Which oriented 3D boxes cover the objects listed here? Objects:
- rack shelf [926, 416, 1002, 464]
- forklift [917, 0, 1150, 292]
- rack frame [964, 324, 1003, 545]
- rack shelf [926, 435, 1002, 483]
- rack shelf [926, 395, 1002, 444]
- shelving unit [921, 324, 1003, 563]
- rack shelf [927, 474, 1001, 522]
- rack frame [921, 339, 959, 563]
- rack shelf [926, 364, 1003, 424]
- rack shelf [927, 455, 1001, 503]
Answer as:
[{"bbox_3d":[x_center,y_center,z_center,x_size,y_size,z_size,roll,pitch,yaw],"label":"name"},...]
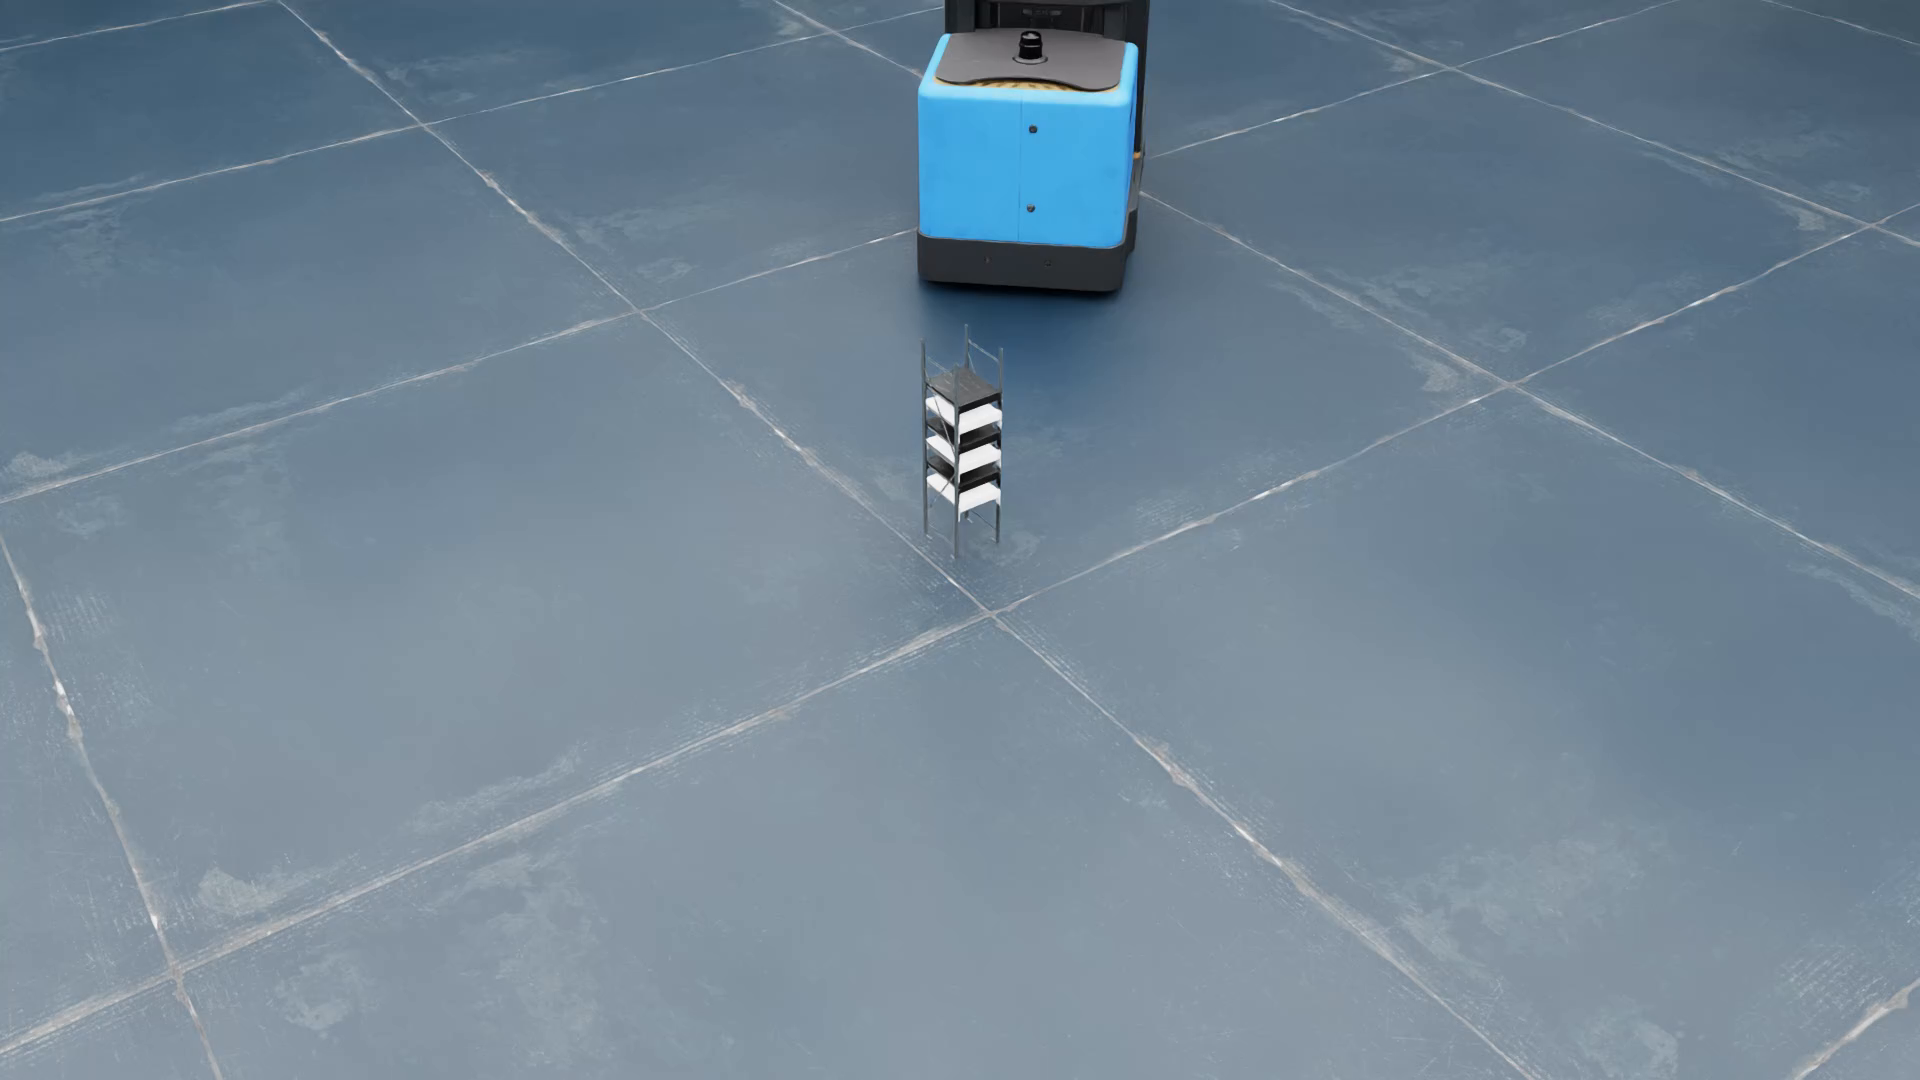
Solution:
[{"bbox_3d":[0.007,-0.414,6.458,0.200,0.077,0.258,-22,41,-28],"label":"rack shelf"},{"bbox_3d":[0.497,-3.290,8.814,1.130,2.935,3.031,5,36,6],"label":"forklift"},{"bbox_3d":[0.090,-0.402,6.539,0.006,0.900,0.240,-22,41,-28],"label":"rack frame"},{"bbox_3d":[0.007,-0.341,6.511,0.200,0.077,0.258,-22,41,-28],"label":"rack shelf"},{"bbox_3d":[0.007,-0.487,6.405,0.200,0.077,0.258,-22,41,-28],"label":"rack shelf"},{"bbox_3d":[0.007,-0.368,6.491,0.210,0.900,0.258,-22,41,-28],"label":"shelving unit"},{"bbox_3d":[0.007,-0.195,6.616,0.200,0.077,0.258,-22,41,-28],"label":"rack shelf"},{"bbox_3d":[-0.076,-0.334,6.443,0.006,0.900,0.240,-22,41,-28],"label":"rack frame"},{"bbox_3d":[0.007,-0.560,6.353,0.200,0.077,0.258,-22,41,-28],"label":"rack shelf"},{"bbox_3d":[0.007,-0.268,6.563,0.200,0.077,0.258,-22,41,-28],"label":"rack shelf"}]
